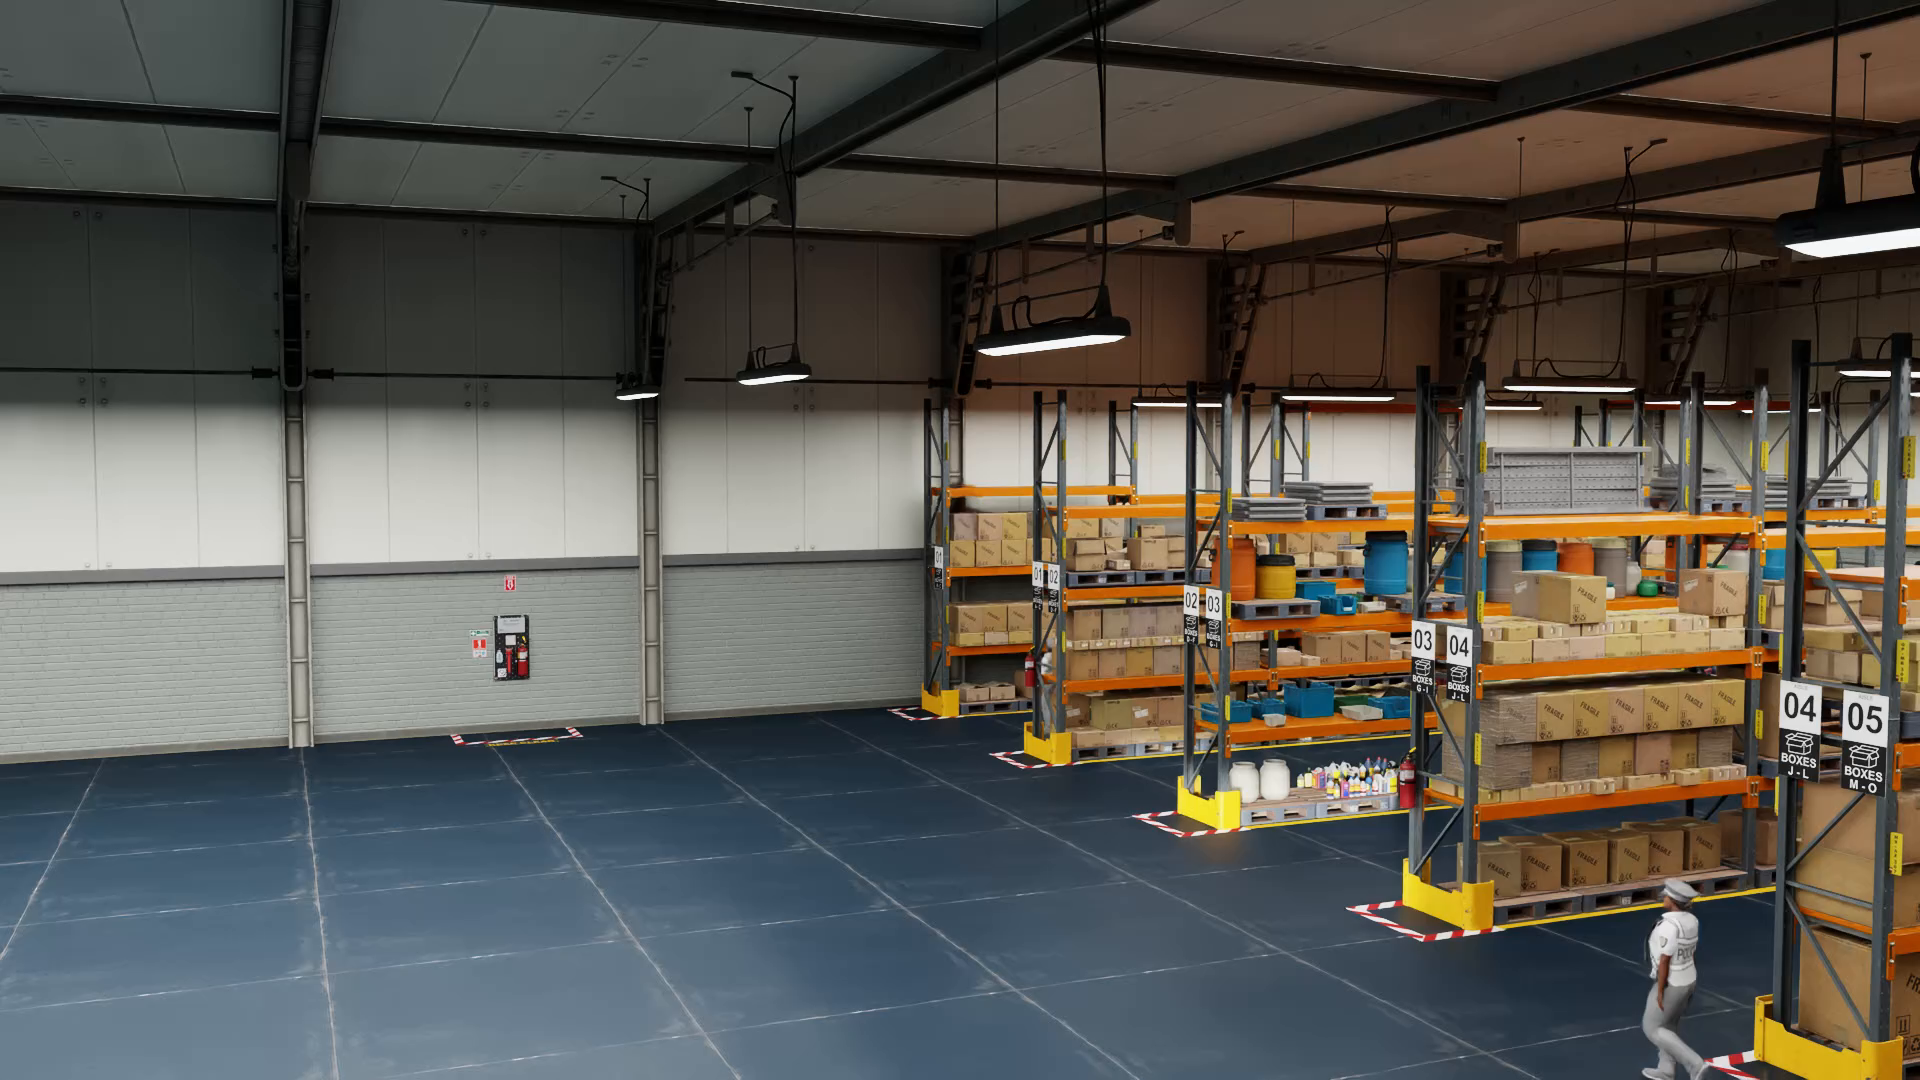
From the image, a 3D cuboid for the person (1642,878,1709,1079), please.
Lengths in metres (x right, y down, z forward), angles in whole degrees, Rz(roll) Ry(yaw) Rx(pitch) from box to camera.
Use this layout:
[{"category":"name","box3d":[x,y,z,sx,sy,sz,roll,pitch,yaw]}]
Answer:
[{"category":"person","box3d":[5.693,3.534,13.214,0.590,1.677,0.462,3,5,44]}]

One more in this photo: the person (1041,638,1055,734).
[{"category":"person","box3d":[1.552,2.596,29.596,0.464,1.719,0.526,1,3,14]}]
